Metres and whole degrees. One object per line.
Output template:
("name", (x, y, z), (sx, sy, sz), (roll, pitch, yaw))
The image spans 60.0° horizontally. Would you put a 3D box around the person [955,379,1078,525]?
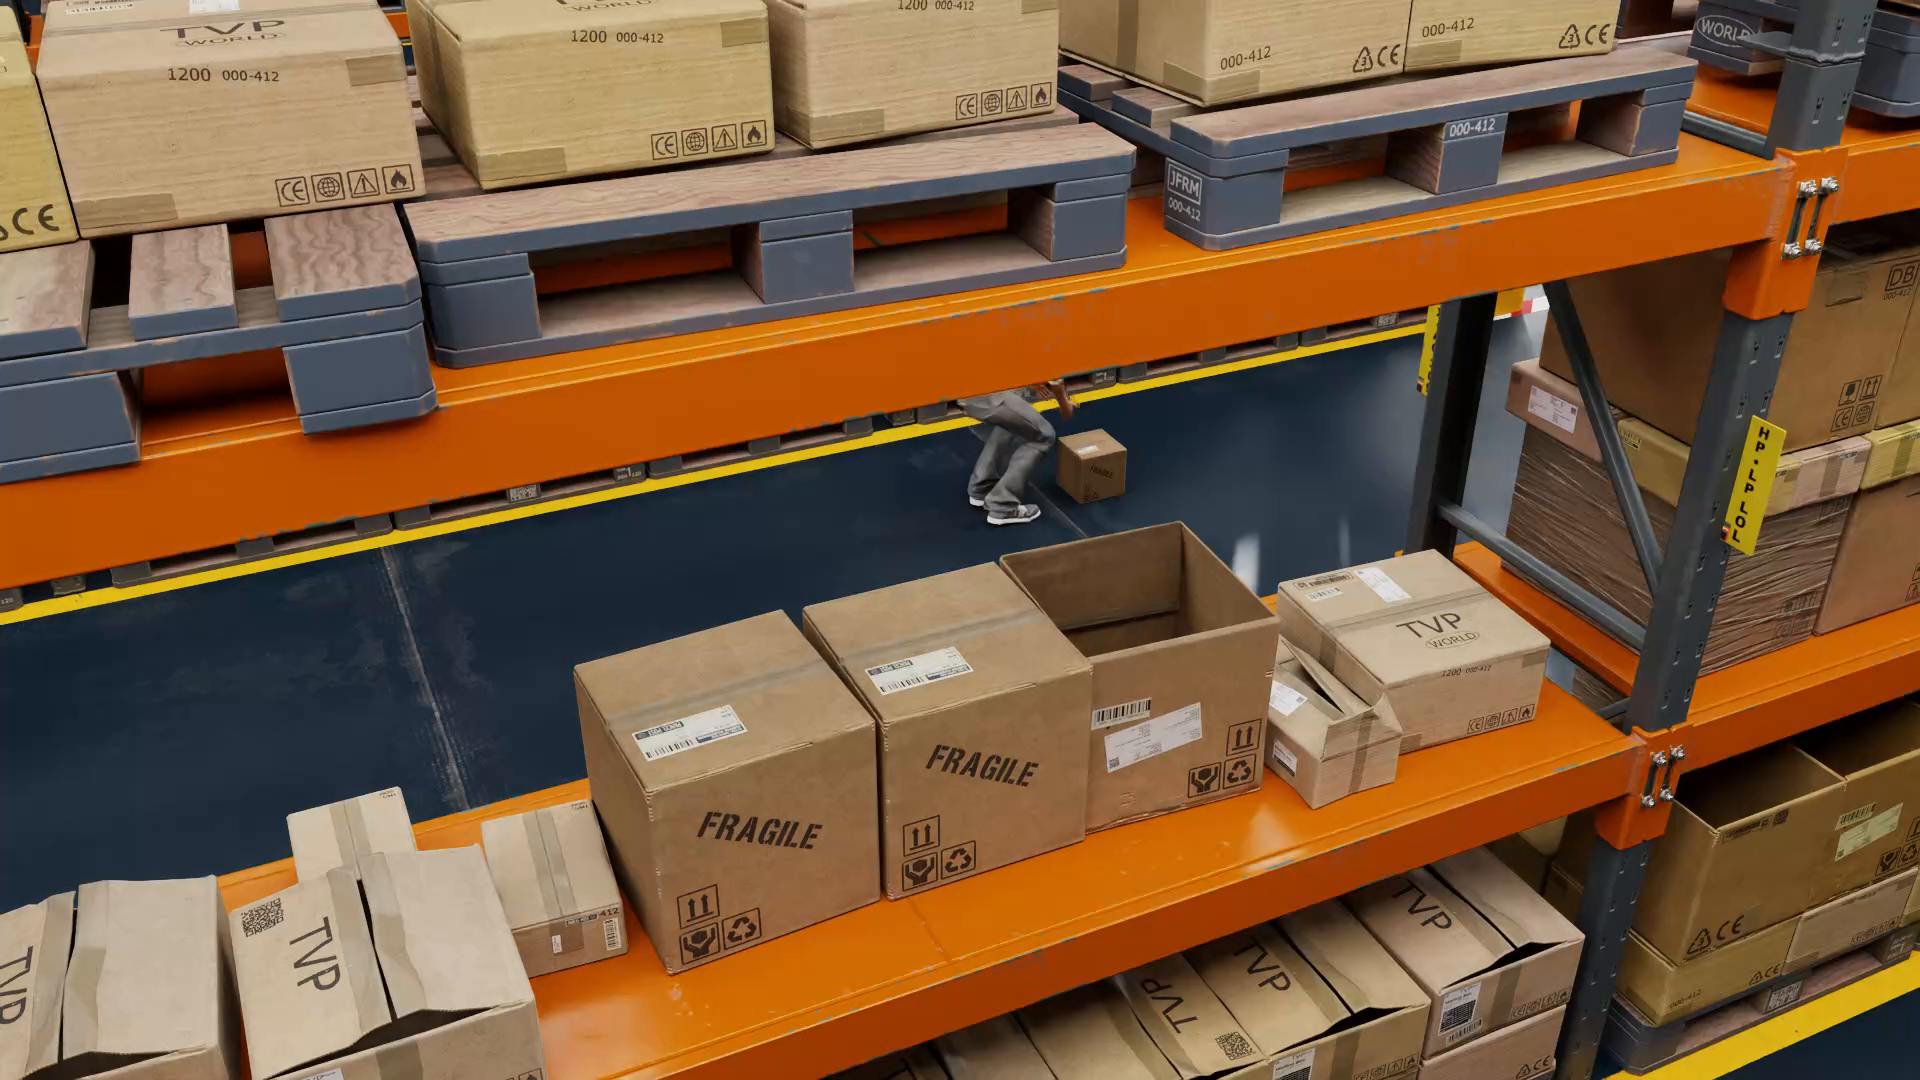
("person", (0.238, -0.711, 7.729), (0.673, 1.255, 0.463), (-13, 32, -22))
